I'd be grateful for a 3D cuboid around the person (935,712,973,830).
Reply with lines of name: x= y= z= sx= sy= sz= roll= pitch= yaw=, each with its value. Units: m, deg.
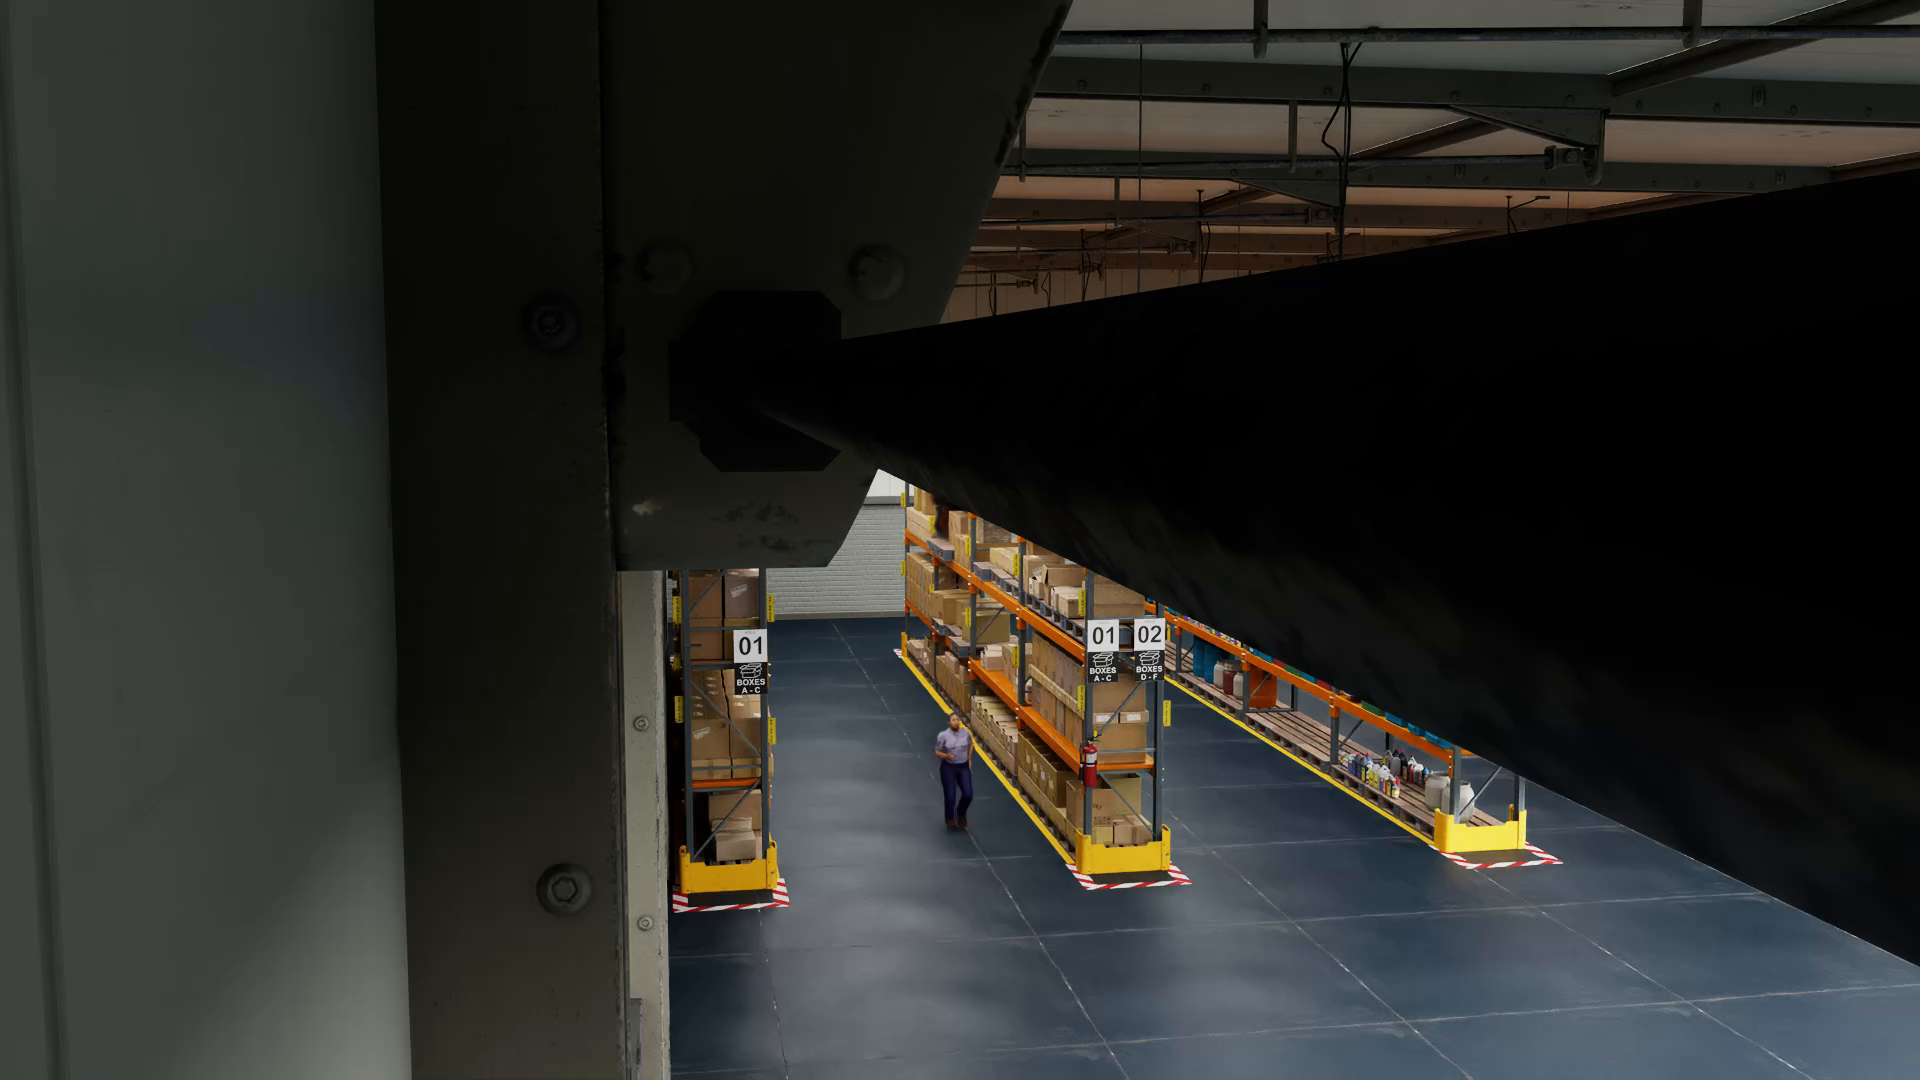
person: x=-0.041 y=3.180 z=22.722 sx=0.588 sy=1.622 sz=0.590 roll=-1 pitch=6 yaw=-14
